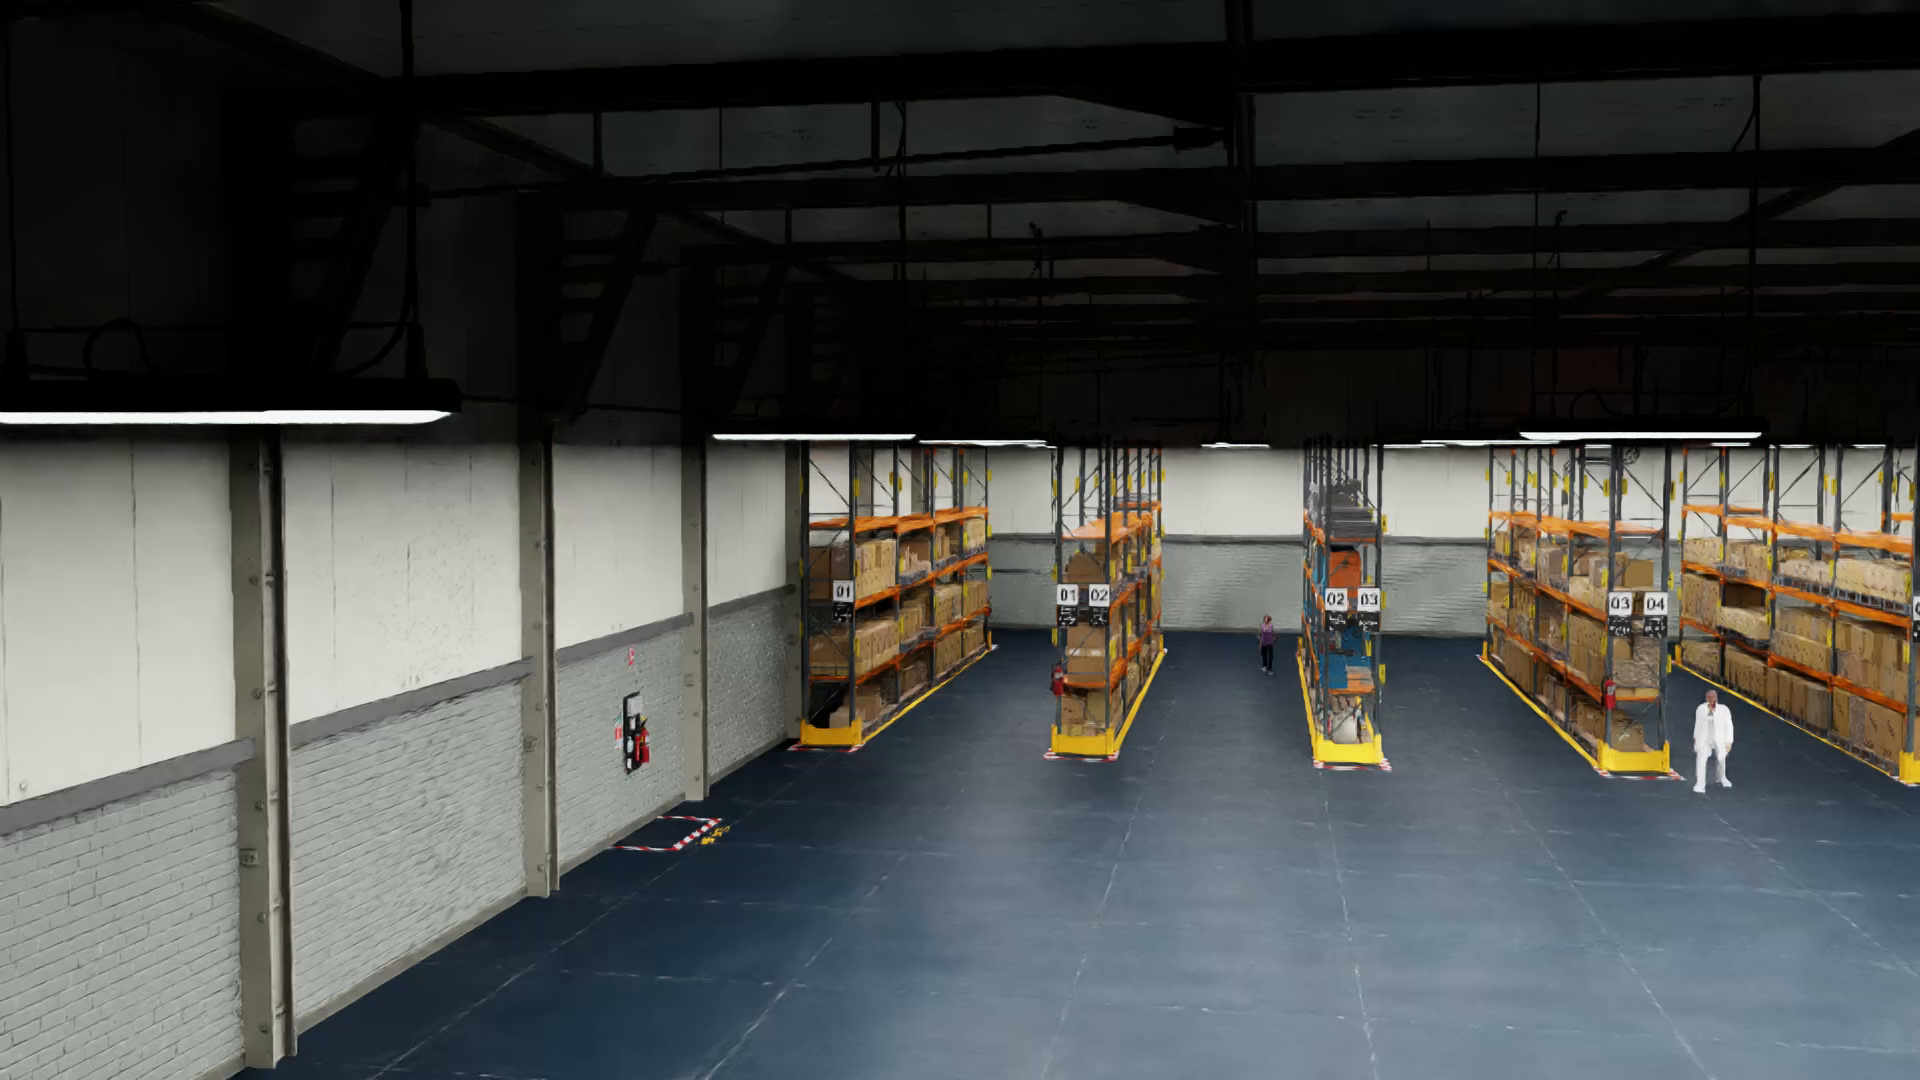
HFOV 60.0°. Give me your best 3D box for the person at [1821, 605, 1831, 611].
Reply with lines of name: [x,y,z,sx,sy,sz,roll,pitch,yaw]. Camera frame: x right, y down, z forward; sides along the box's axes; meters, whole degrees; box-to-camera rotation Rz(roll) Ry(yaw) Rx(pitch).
person: [23.120,2.501,44.294,0.609,1.650,0.614,-1,3,-12]

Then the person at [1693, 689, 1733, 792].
person: [12.634,3.353,27.912,0.630,1.723,1.046,2,4,31]

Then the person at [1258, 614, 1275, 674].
person: [7.847,2.647,42.599,0.418,1.504,1.034,1,3,13]
